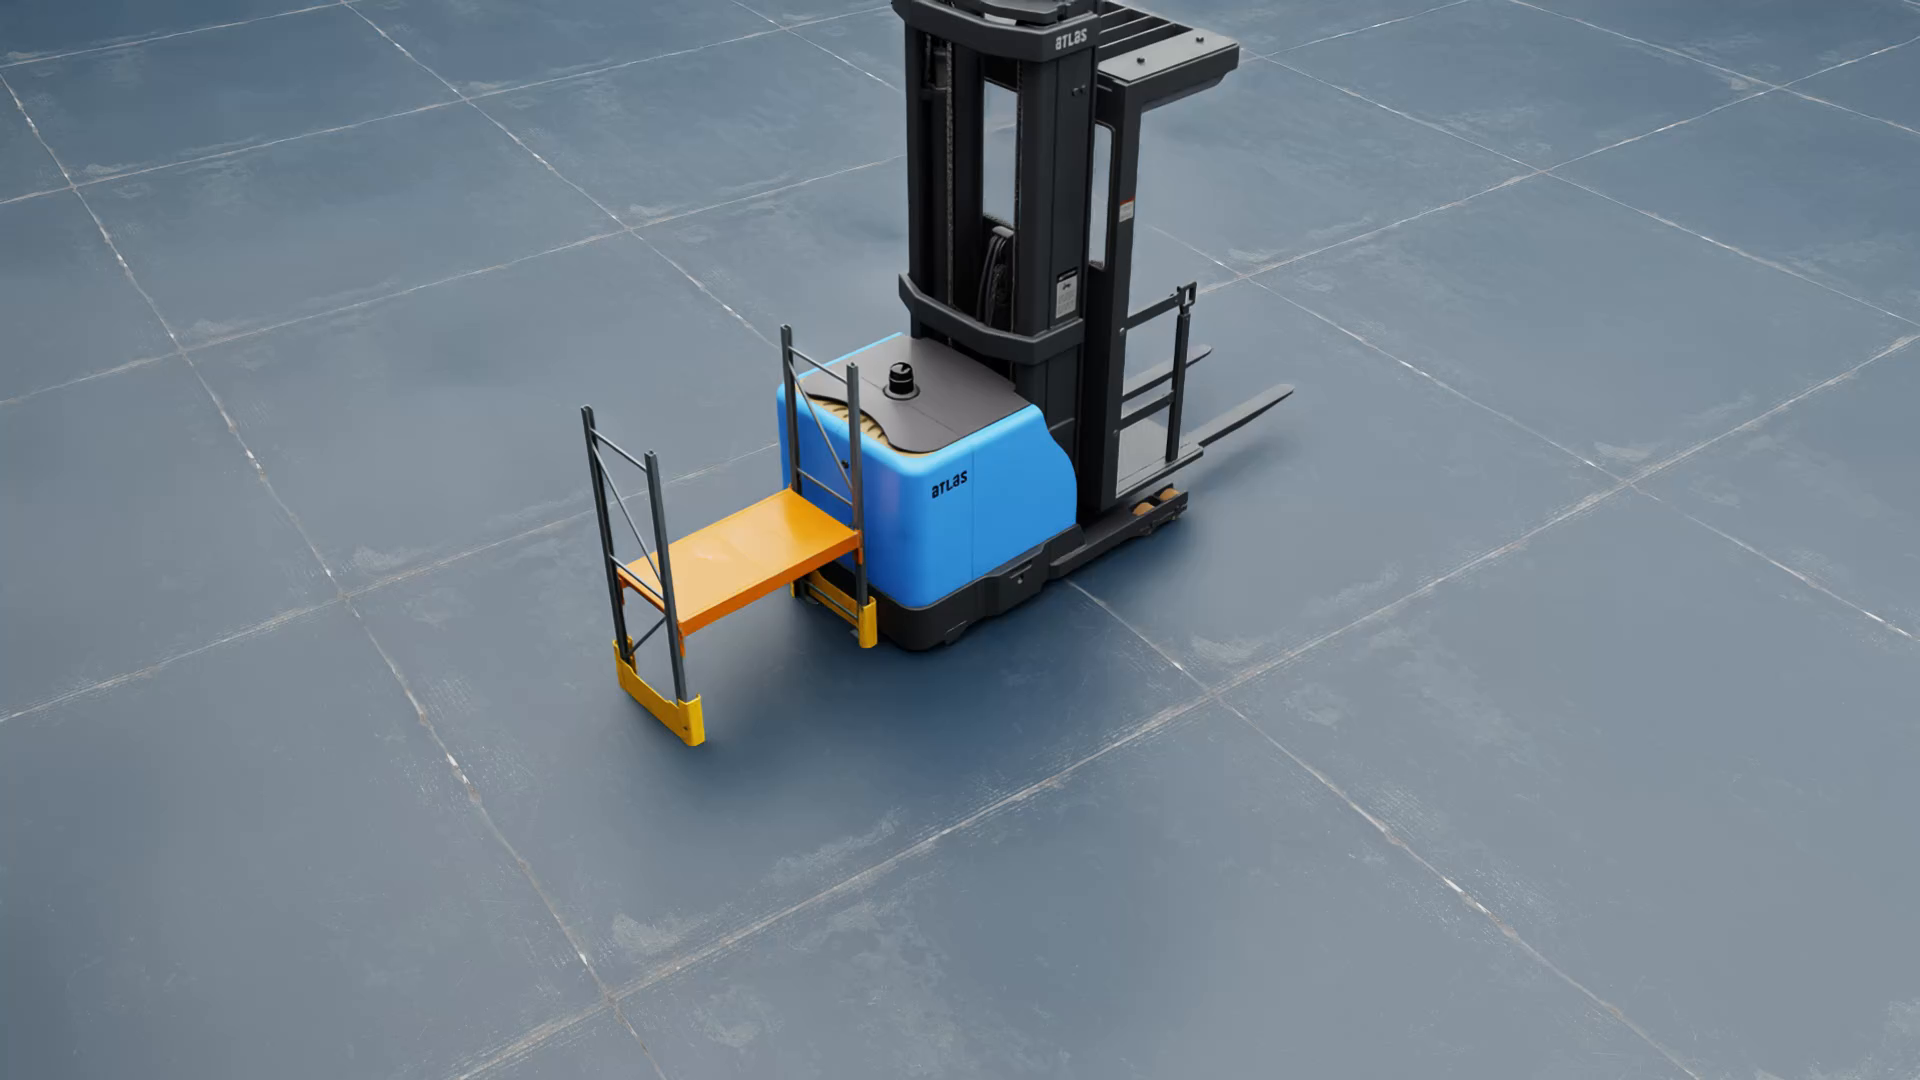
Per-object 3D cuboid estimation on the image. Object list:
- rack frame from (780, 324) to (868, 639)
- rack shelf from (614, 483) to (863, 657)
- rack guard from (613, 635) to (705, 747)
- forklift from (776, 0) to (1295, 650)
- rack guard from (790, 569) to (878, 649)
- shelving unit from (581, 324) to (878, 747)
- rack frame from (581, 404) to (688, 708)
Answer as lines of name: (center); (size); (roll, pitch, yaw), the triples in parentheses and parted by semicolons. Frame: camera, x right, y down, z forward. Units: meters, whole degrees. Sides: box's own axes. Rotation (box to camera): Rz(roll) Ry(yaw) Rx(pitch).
rack frame: (-0.611, -0.231, 7.601); (0.032, 1.500, 0.500); (-28, 44, -33)
rack shelf: (-0.985, 0.115, 7.426); (1.000, 0.185, 0.538); (-28, 44, -33)
rack guard: (-1.345, 0.670, 7.418); (0.087, 0.250, 0.587); (-28, 44, -33)
forklift: (0.554, -1.417, 8.023); (3.031, 2.935, 1.130); (-28, 44, -33)
rack guard: (-0.612, 0.276, 7.965); (0.087, 0.250, 0.587); (-28, 44, -33)
shelving unit: (-0.978, -0.034, 7.326); (1.083, 1.500, 0.587); (-28, 44, -33)
rack frame: (-1.359, 0.170, 7.042); (0.032, 1.500, 0.500); (-28, 44, -33)
